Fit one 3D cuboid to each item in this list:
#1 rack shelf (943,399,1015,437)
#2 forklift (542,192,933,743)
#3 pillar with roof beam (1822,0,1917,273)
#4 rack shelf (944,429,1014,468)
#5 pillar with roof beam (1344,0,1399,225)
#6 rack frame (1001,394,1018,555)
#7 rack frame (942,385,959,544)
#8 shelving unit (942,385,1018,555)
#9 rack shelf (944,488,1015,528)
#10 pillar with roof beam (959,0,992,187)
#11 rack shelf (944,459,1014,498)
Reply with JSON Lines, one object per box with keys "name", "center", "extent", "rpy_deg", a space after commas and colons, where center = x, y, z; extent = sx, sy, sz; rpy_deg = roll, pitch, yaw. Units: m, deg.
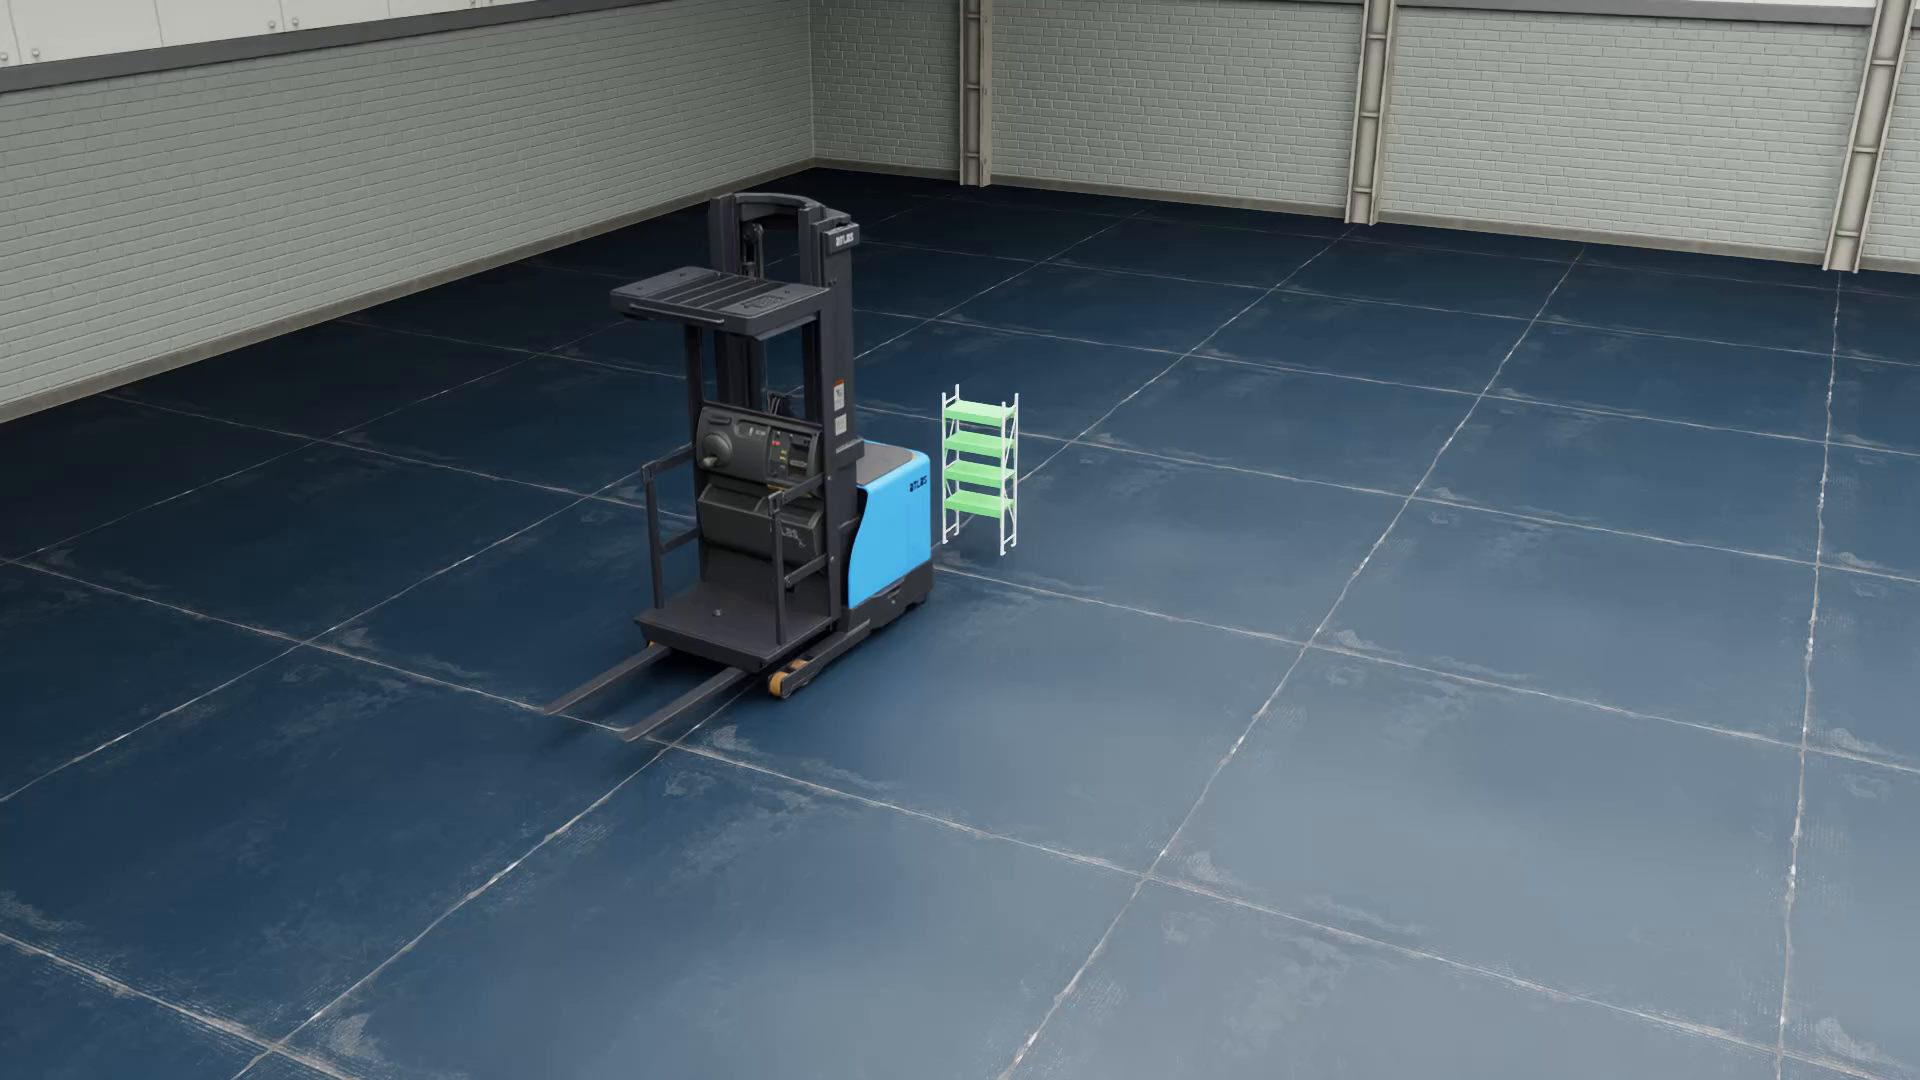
{"name": "rack shelf", "center": [0.148, -0.906, 12.284], "extent": [0.480, 0.148, 0.258], "rpy_deg": [11, 25, 25]}
{"name": "forklift", "center": [-1.391, -0.564, 10.332], "extent": [1.130, 2.935, 3.031], "rpy_deg": [14, 27, 29]}
{"name": "pillar with roof beam", "center": [9.003, -6.010, 15.383], "extent": [0.400, 9.000, 9.100], "rpy_deg": [11, 25, 25]}
{"name": "rack shelf", "center": [0.148, -0.685, 12.378], "extent": [0.480, 0.148, 0.258], "rpy_deg": [11, 25, 25]}
{"name": "pillar with roof beam", "center": [3.648, -7.069, 17.874], "extent": [0.400, 9.000, 9.100], "rpy_deg": [11, 25, 25]}
{"name": "rack frame", "center": [0.365, -0.480, 12.345], "extent": [0.015, 1.200, 0.240], "rpy_deg": [11, 25, 25]}
{"name": "rack frame", "center": [-0.070, -0.566, 12.548], "extent": [0.015, 1.200, 0.240], "rpy_deg": [11, 25, 25]}
{"name": "shelving unit", "center": [0.148, -0.523, 12.446], "extent": [0.503, 1.200, 0.258], "rpy_deg": [11, 25, 25]}
{"name": "rack shelf", "center": [0.148, -0.243, 12.565], "extent": [0.480, 0.148, 0.258], "rpy_deg": [11, 25, 25]}
{"name": "pillar with roof beam", "center": [-1.706, -8.129, 20.365], "extent": [0.400, 9.000, 9.100], "rpy_deg": [11, 25, 25]}
{"name": "rack shelf", "center": [0.148, -0.464, 12.471], "extent": [0.480, 0.148, 0.258], "rpy_deg": [11, 25, 25]}
